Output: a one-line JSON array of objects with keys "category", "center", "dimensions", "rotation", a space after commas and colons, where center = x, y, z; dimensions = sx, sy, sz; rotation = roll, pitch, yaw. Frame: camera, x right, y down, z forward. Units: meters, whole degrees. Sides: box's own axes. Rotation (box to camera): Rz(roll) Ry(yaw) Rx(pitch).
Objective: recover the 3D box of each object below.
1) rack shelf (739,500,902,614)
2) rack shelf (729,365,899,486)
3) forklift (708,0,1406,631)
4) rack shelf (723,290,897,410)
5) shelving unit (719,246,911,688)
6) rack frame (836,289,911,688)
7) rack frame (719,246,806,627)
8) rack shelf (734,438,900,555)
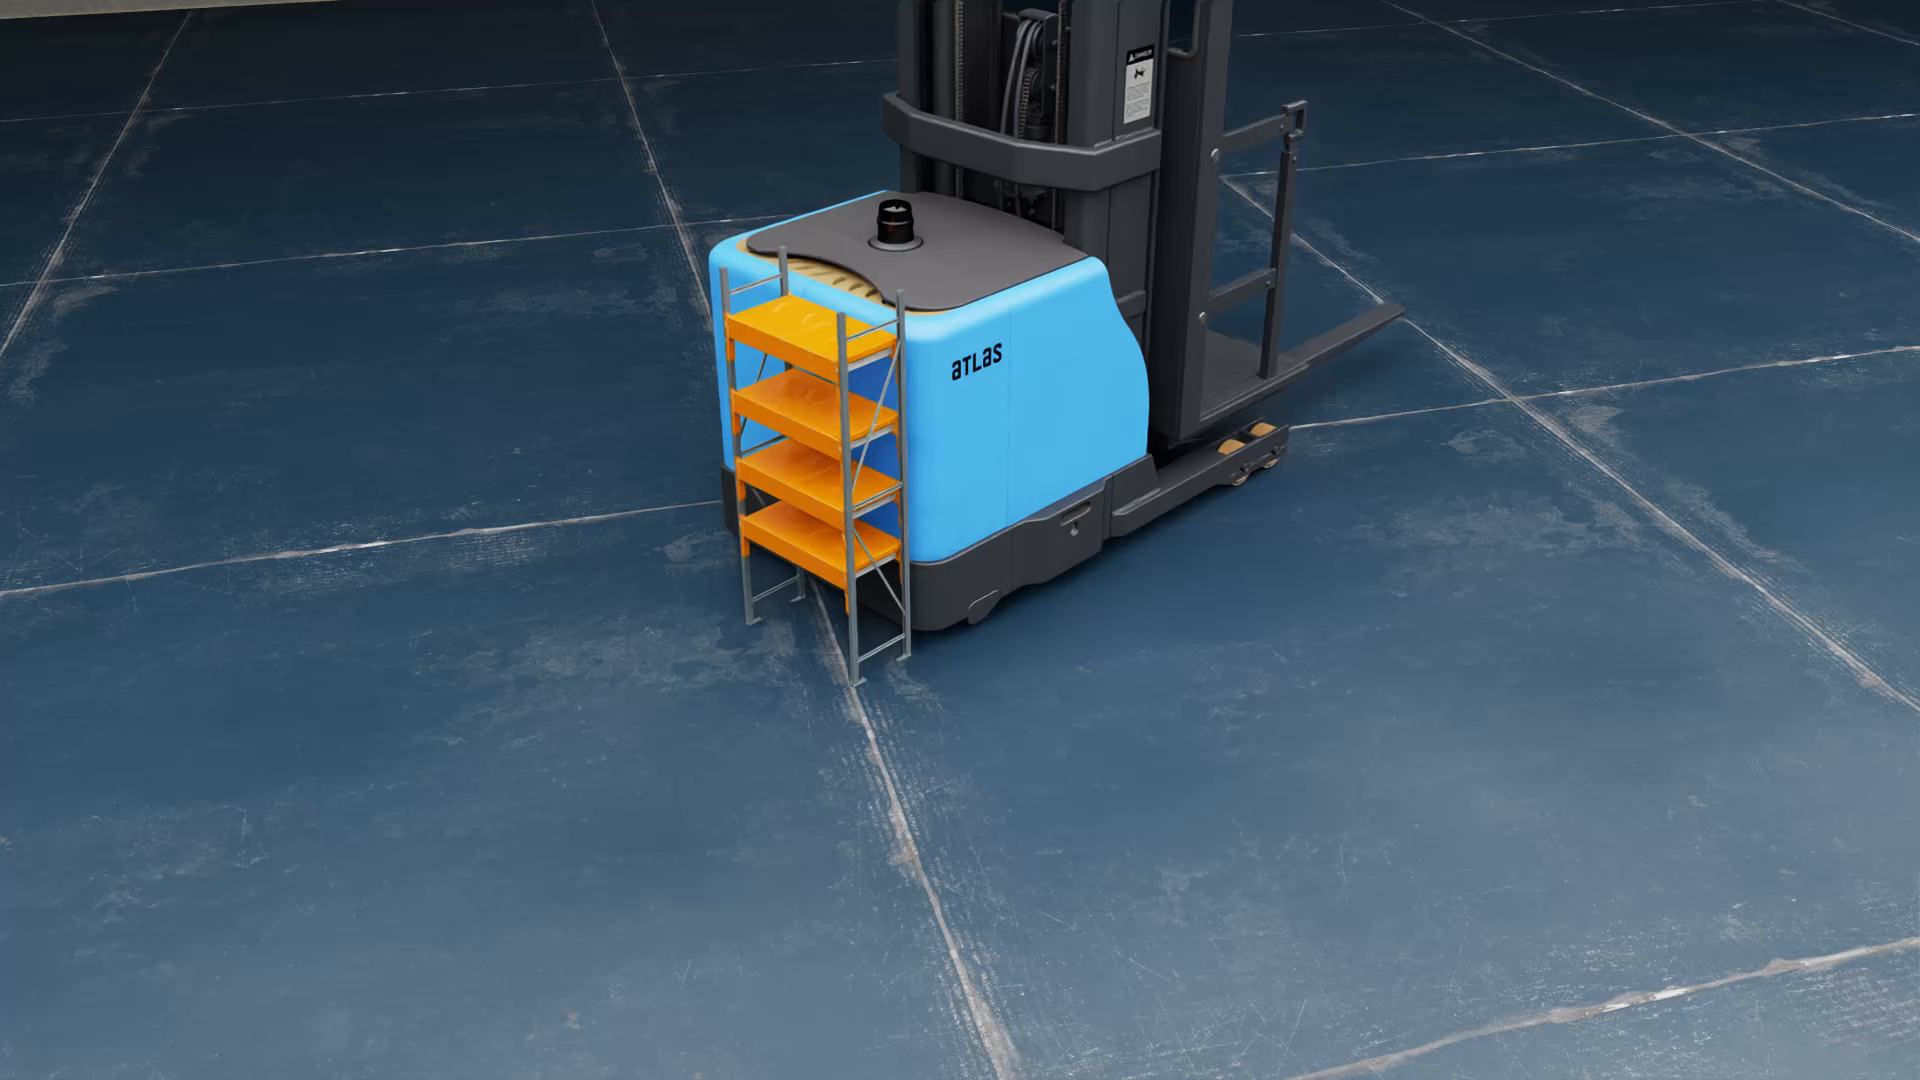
[{"category": "rack shelf", "center": [-0.415, 0.024, 5.041], "dimensions": [0.480, 0.148, 0.258], "rotation": [26, 39, 37]}, {"category": "rack shelf", "center": [-0.415, -0.341, 4.829], "dimensions": [0.480, 0.148, 0.258], "rotation": [26, 39, 37]}, {"category": "forklift", "center": [0.582, -1.629, 5.638], "dimensions": [1.130, 2.935, 3.031], "rotation": [26, 39, 37]}, {"category": "rack shelf", "center": [-0.415, -0.546, 4.711], "dimensions": [0.480, 0.148, 0.258], "rotation": [26, 39, 37]}, {"category": "shelving unit", "center": [-0.415, -0.206, 4.908], "dimensions": [0.503, 1.200, 0.258], "rotation": [26, 39, 37]}, {"category": "rack frame", "center": [-0.239, -0.121, 4.762], "dimensions": [0.015, 1.200, 0.240], "rotation": [26, 39, 37]}, {"category": "rack frame", "center": [-0.591, -0.290, 5.054], "dimensions": [0.015, 1.200, 0.240], "rotation": [26, 39, 37]}, {"category": "rack shelf", "center": [-0.415, -0.148, 4.942], "dimensions": [0.480, 0.148, 0.258], "rotation": [26, 39, 37]}]
